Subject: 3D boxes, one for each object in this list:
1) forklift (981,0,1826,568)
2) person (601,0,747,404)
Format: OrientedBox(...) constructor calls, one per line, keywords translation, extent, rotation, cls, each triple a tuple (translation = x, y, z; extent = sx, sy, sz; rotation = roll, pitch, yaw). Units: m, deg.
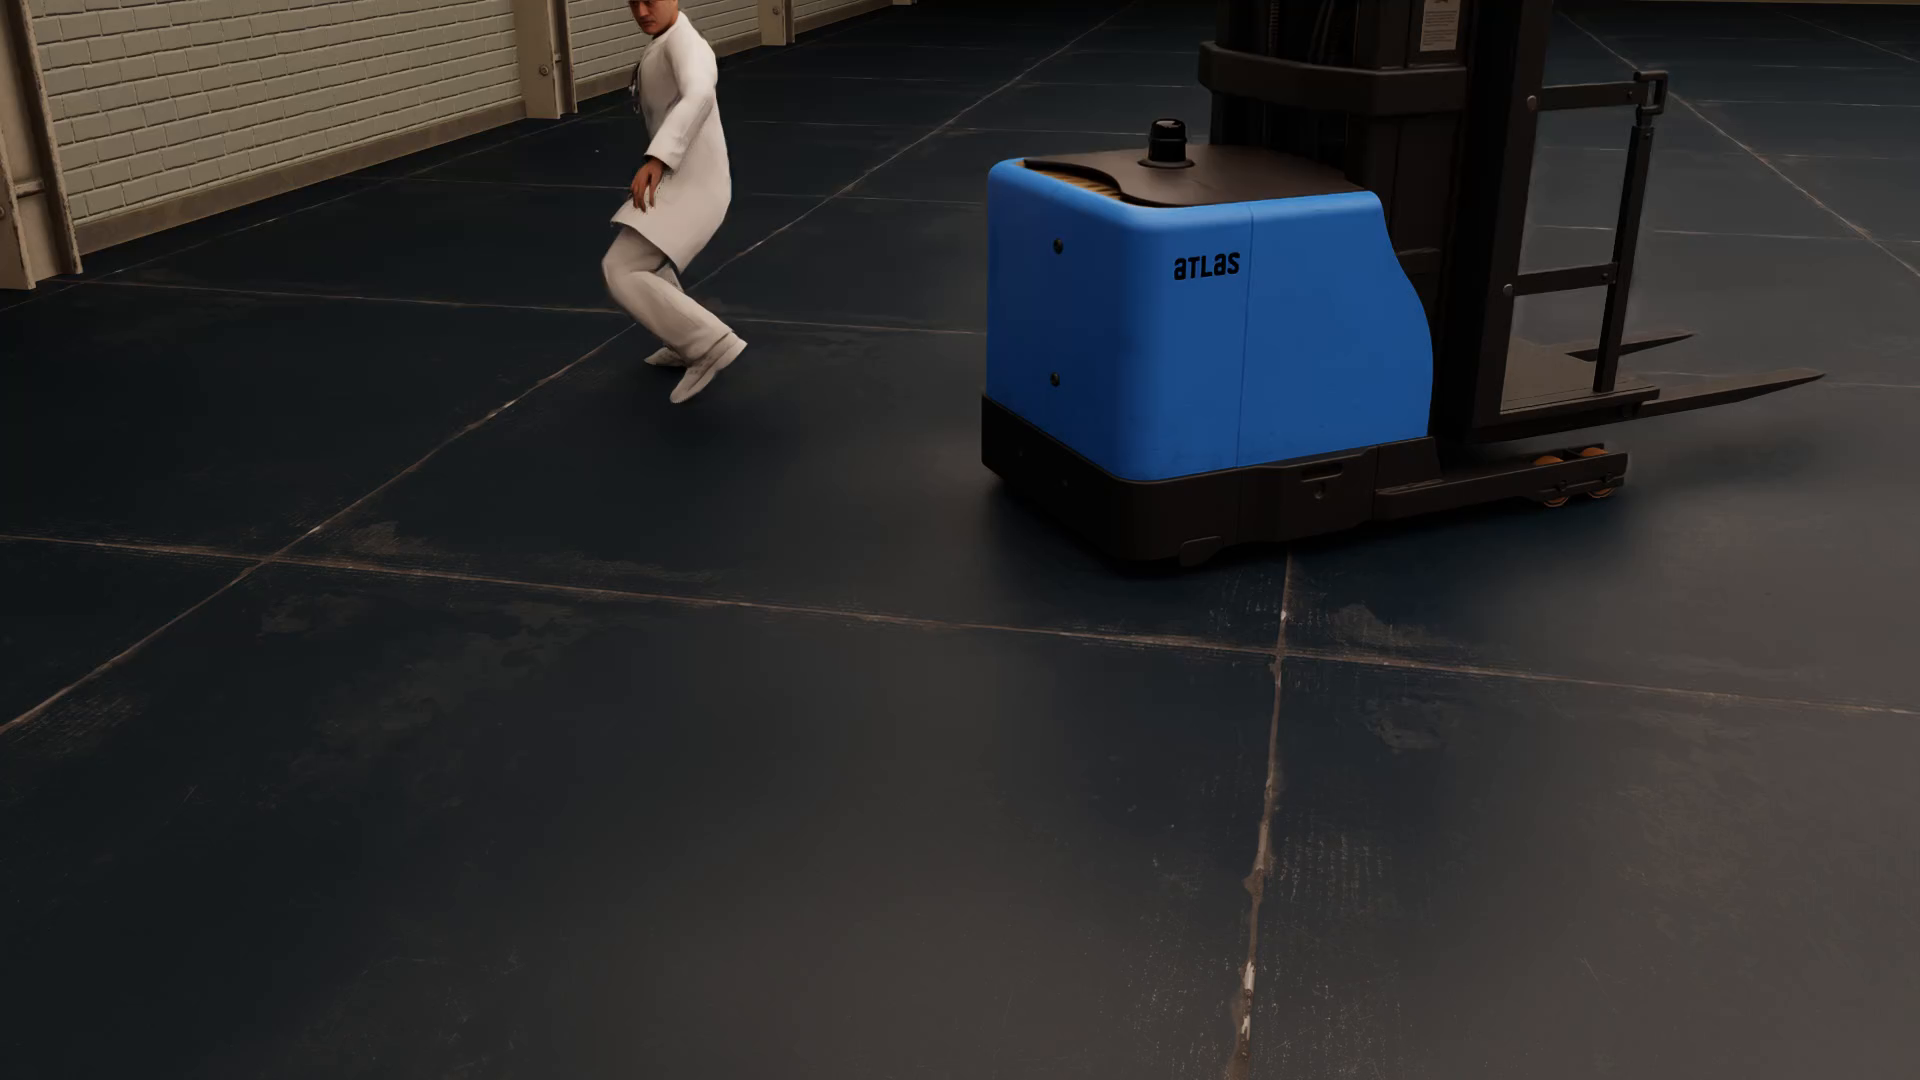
OrientedBox(translation=(1.634, -1.634, 5.273), extent=(3.031, 2.935, 1.130), rotation=(-10, 24, -23), cls="forklift")
OrientedBox(translation=(-1.087, -1.365, 6.427), extent=(0.541, 1.661, 1.176), rotation=(-1, 22, -3), cls="person")
